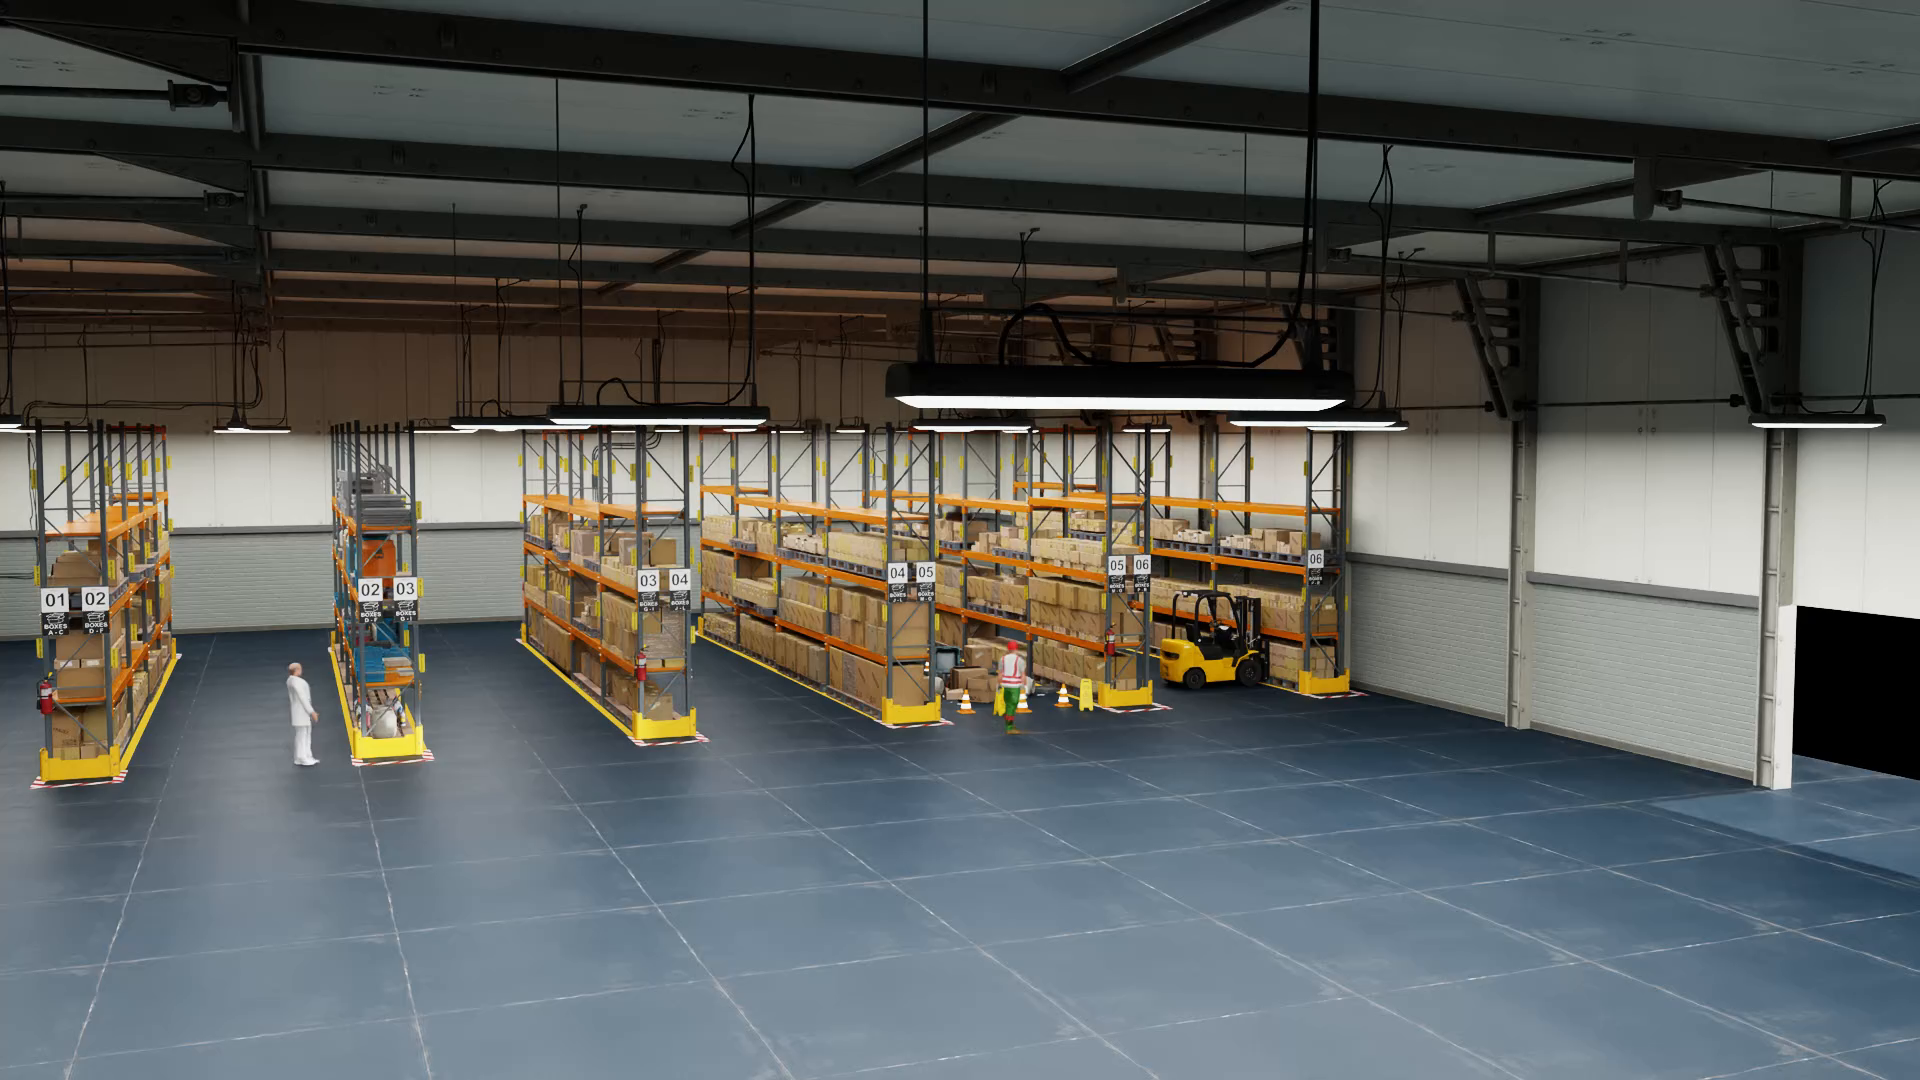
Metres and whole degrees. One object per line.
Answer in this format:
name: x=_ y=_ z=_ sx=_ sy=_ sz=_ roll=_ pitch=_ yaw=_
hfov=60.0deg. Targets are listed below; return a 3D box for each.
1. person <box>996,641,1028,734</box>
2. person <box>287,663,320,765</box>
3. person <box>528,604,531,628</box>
person: x=1.061 y=2.825 z=32.107 sx=0.602 sy=1.786 sz=0.557 roll=3 pitch=5 yaw=44
person: x=-11.449 y=3.039 z=29.001 sx=0.573 sy=1.822 sz=0.650 roll=-1 pitch=4 yaw=-10
person: x=-12.523 y=1.811 z=48.815 sx=0.558 sy=1.734 sz=0.377 roll=-2 pitch=4 yaw=-28
